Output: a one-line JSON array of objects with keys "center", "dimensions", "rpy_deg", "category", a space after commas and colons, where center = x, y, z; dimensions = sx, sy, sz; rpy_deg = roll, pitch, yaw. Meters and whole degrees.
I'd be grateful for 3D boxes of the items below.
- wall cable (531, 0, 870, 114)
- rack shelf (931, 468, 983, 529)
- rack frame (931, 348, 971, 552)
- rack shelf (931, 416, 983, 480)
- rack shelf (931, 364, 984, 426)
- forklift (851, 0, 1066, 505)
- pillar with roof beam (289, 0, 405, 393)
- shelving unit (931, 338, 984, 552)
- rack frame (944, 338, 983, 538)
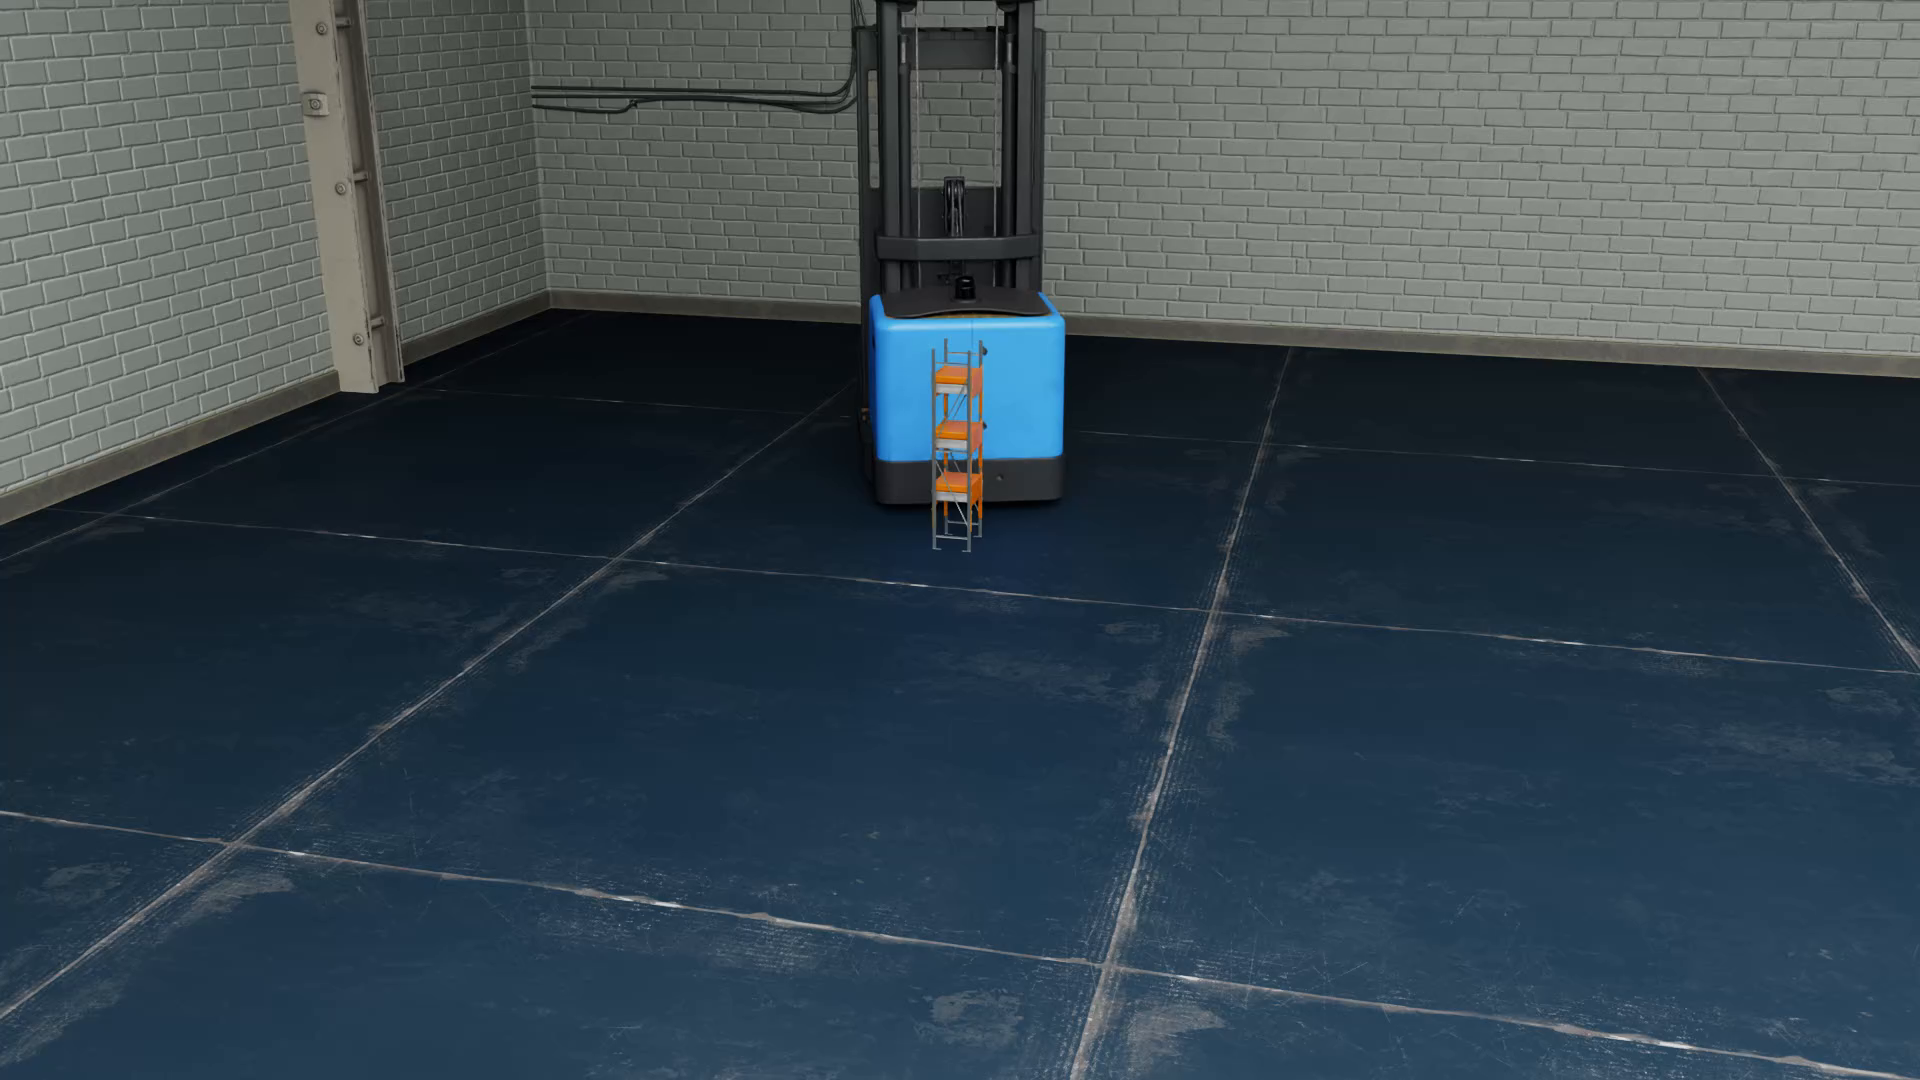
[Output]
[{"center": [-2.221, -4.715, 13.373], "dimensions": [3.097, 2.526, 0.112], "rpy_deg": [5, 19, 13], "category": "wall cable"}, {"center": [-0.013, -0.207, 8.562], "dimensions": [0.215, 0.259, 0.240], "rpy_deg": [5, 19, 13], "category": "rack shelf"}, {"center": [-0.043, -0.442, 8.357], "dimensions": [0.200, 1.050, 0.008], "rpy_deg": [5, 19, 13], "category": "rack frame"}, {"center": [-0.013, -0.470, 8.472], "dimensions": [0.215, 0.259, 0.240], "rpy_deg": [5, 19, 13], "category": "rack shelf"}, {"center": [-0.013, -0.739, 8.380], "dimensions": [0.215, 0.259, 0.240], "rpy_deg": [5, 19, 13], "category": "rack shelf"}, {"center": [-0.076, -2.011, 10.040], "dimensions": [1.130, 2.935, 3.031], "rpy_deg": [-2, 19, -5], "category": "forklift"}, {"center": [-0.048, -5.025, 9.478], "dimensions": [9.100, 9.000, 0.400], "rpy_deg": [5, 19, 13], "category": "pillar with roof beam"}, {"center": [-0.013, -0.480, 8.469], "dimensions": [0.215, 1.050, 0.252], "rpy_deg": [5, 19, 13], "category": "shelving unit"}, {"center": [0.017, -0.518, 8.581], "dimensions": [0.200, 1.050, 0.008], "rpy_deg": [5, 19, 13], "category": "rack frame"}]
